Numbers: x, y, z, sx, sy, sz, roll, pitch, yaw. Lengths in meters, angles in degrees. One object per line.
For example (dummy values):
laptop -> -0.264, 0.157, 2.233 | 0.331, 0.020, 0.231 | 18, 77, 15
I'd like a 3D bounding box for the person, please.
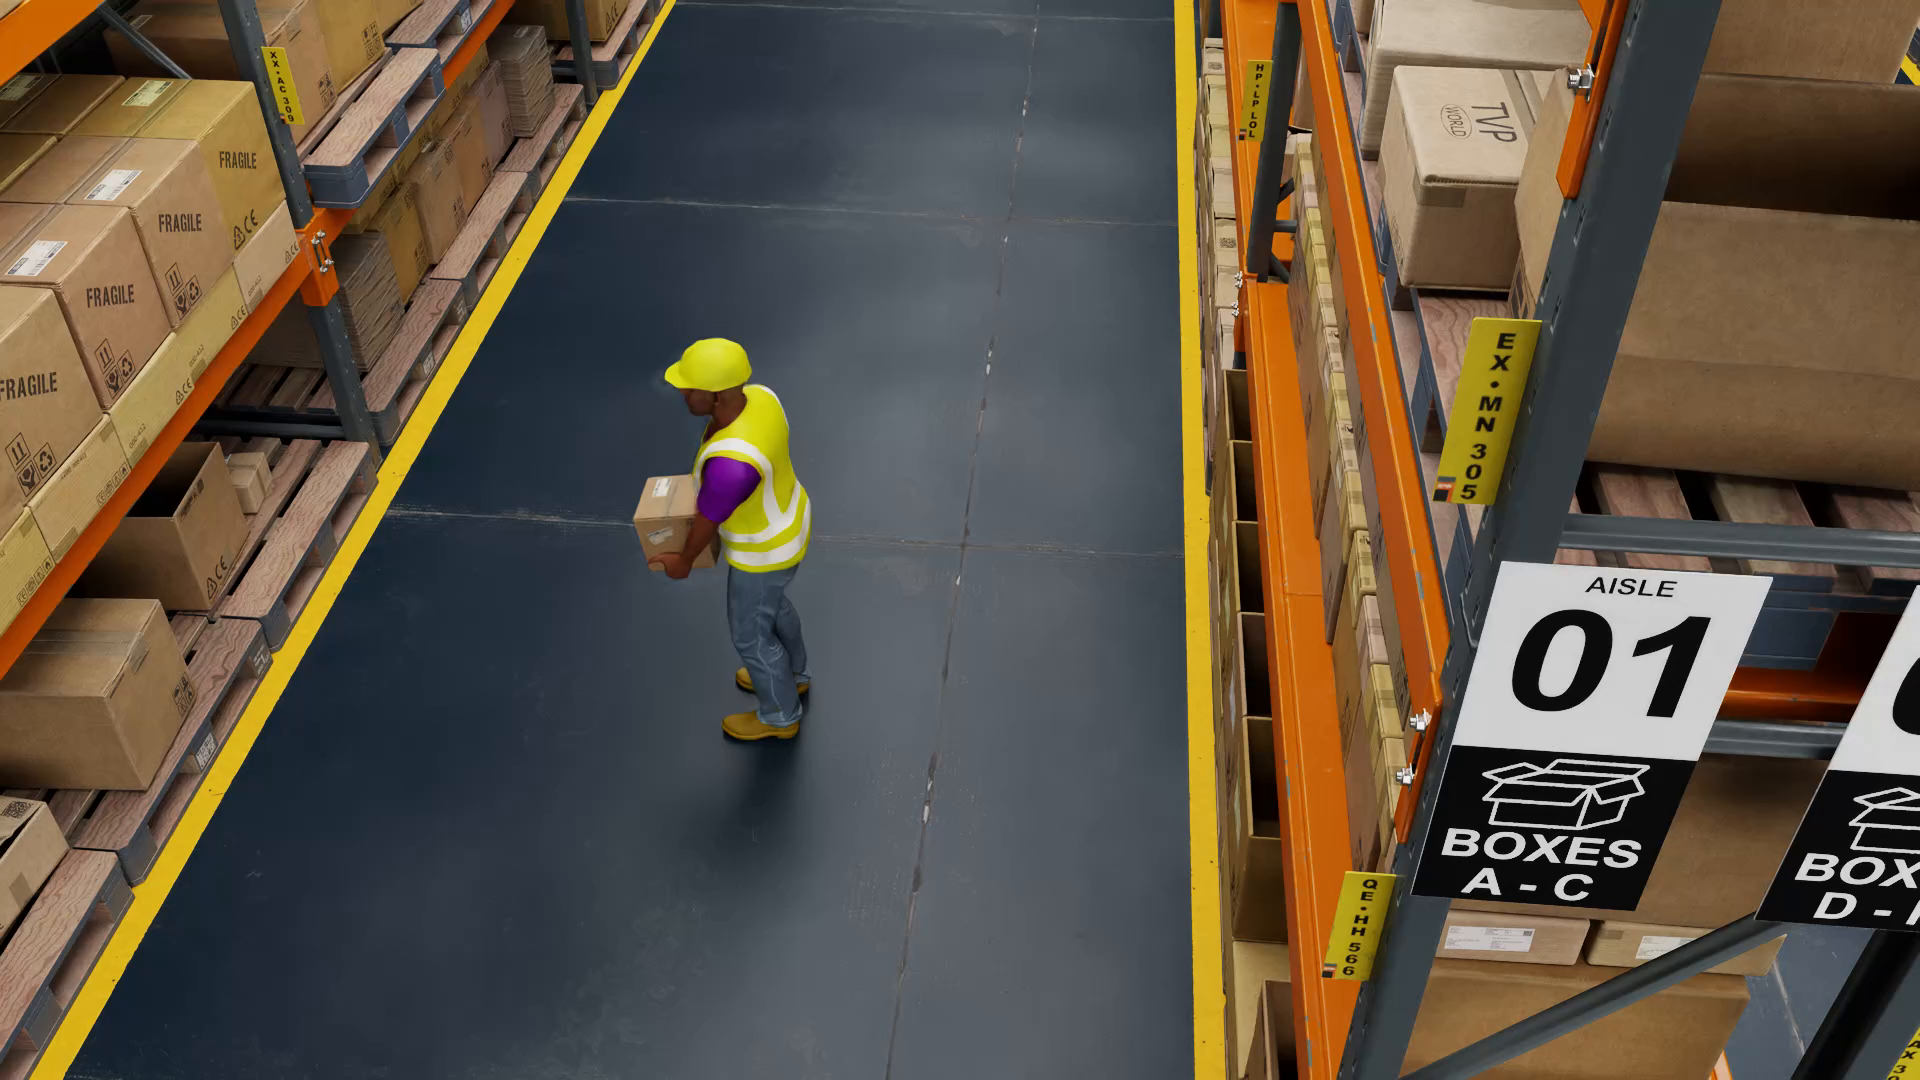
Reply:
person -> -0.843, 0.006, 6.139 | 0.586, 1.752, 0.503 | 3, 40, 3
